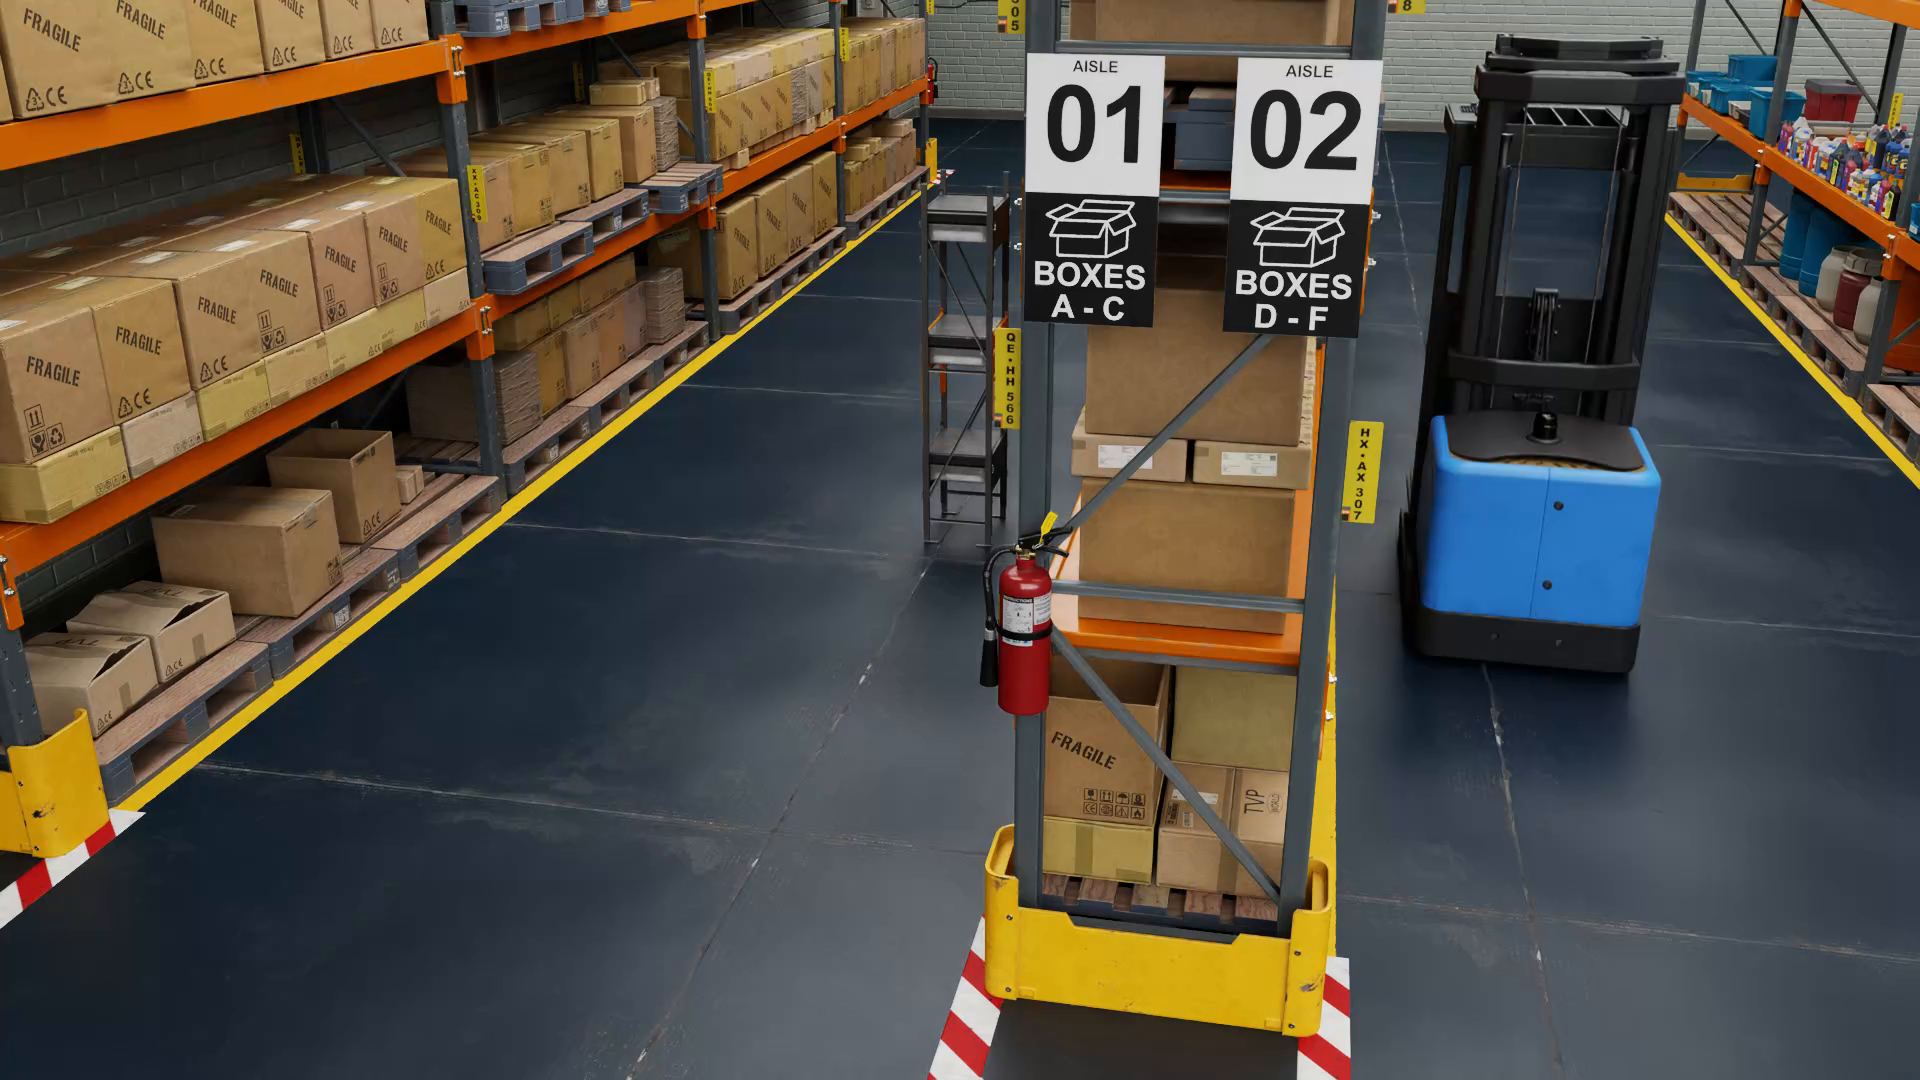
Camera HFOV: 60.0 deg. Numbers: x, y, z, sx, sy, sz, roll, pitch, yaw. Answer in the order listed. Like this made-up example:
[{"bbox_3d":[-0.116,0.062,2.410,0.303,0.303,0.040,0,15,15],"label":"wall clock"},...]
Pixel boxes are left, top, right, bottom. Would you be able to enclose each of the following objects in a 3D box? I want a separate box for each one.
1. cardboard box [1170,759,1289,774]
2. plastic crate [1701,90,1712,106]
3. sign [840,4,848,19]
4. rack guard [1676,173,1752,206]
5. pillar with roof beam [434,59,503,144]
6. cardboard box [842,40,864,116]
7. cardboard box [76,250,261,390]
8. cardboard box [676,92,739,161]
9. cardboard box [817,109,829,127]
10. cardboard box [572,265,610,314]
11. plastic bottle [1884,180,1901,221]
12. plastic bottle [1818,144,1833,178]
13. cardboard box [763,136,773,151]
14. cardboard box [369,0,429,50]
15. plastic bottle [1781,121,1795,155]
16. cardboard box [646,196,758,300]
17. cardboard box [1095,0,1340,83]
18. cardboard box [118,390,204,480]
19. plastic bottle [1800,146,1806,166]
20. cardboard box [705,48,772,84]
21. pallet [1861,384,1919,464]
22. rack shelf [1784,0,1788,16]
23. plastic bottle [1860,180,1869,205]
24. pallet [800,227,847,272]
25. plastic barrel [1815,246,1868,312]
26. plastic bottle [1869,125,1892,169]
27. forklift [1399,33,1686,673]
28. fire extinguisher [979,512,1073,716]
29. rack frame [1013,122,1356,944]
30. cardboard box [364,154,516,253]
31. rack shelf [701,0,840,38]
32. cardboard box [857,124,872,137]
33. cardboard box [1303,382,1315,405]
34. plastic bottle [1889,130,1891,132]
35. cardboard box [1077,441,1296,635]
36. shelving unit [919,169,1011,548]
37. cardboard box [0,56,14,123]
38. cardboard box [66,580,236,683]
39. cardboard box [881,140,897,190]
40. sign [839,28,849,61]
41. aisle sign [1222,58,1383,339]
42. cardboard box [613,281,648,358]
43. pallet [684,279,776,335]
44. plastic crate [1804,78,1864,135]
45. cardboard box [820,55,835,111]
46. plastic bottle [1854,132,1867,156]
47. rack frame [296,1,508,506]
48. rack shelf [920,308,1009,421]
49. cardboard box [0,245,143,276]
[{"bbox_3d":[1.113,0.906,6.708,0.500,0.250,0.500,4,22,11],"label":"cardboard box"},{"bbox_3d":[8.143,-4.766,17.946,0.250,0.136,0.298,4,22,11],"label":"plastic crate"},{"bbox_3d":[-1.440,-6.523,20.770,0.100,0.325,0.005,4,22,11],"label":"sign"},{"bbox_3d":[8.793,-4.135,19.452,1.175,0.500,0.348,4,22,11],"label":"rack guard"},{"bbox_3d":[0.572,-5.160,10.619,9.100,9.000,0.400,4,22,11],"label":"pillar with roof beam"},{"bbox_3d":[-1.587,-4.914,17.638,0.980,0.700,0.700,5,22,12],"label":"cardboard box"},{"bbox_3d":[-3.549,-0.996,7.483,0.500,0.500,0.500,4,22,9],"label":"cardboard box"},{"bbox_3d":[-2.180,-3.466,13.886,0.500,0.500,0.500,5,22,13],"label":"cardboard box"},{"bbox_3d":[-1.534,-4.231,16.653,0.380,0.149,0.250,5,22,12],"label":"cardboard box"},{"bbox_3d":[-2.904,-1.848,12.179,0.500,0.250,0.500,4,22,11],"label":"cardboard box"},{"bbox_3d":[6.833,-2.486,12.166,0.061,0.283,0.133,4,22,11],"label":"plastic bottle"},{"bbox_3d":[7.231,-3.159,13.853,0.097,0.271,0.097,0,22,0],"label":"plastic bottle"},{"bbox_3d":[-1.934,-3.672,15.265,0.380,0.149,0.250,5,22,11],"label":"cardboard box"},{"bbox_3d":[-3.208,-2.894,8.849,0.500,0.500,0.500,5,22,12],"label":"cardboard box"},{"bbox_3d":[7.465,-3.618,14.977,0.061,0.283,0.133,4,22,11],"label":"plastic bottle"},{"bbox_3d":[-2.252,-2.571,14.538,0.750,0.750,0.750,4,22,10],"label":"cardboard box"},{"bbox_3d":[0.809,-1.721,5.210,0.797,0.503,0.637,6,23,15],"label":"cardboard box"},{"bbox_3d":[-3.660,-0.474,7.189,0.500,0.250,0.500,4,22,9],"label":"cardboard box"},{"bbox_3d":[7.352,-3.344,14.409,0.097,0.201,0.097,0,22,0],"label":"plastic bottle"},{"bbox_3d":[-1.978,-4.182,14.660,0.500,0.250,0.500,5,22,11],"label":"cardboard box"},{"bbox_3d":[6.972,-0.785,11.521,1.003,0.211,1.213,4,22,11],"label":"pallet"},{"bbox_3d":[8.393,-5.611,16.719,1.077,0.370,4.000,4,22,11],"label":"rack shelf"},{"bbox_3d":[6.982,-2.680,12.758,0.097,0.201,0.097,0,22,0],"label":"plastic bottle"},{"bbox_3d":[-1.798,-2.996,17.010,1.003,0.211,1.213,4,22,11],"label":"pallet"},{"bbox_3d":[7.510,-2.207,14.086,0.421,0.512,0.421,0,22,0],"label":"plastic barrel"},{"bbox_3d":[7.939,-3.382,14.301,0.144,0.351,0.185,4,22,11],"label":"plastic bottle"},{"bbox_3d":[3.096,-1.235,8.997,1.130,2.935,3.031,5,22,12],"label":"forklift"},{"bbox_3d":[0.209,0.231,5.368,0.296,0.674,0.183,4,22,11],"label":"fire extinguisher"},{"bbox_3d":[0.688,0.187,5.373,1.000,3.000,0.127,4,22,11],"label":"rack frame"},{"bbox_3d":[-3.209,-2.086,10.294,0.700,0.500,0.500,5,22,11],"label":"cardboard box"},{"bbox_3d":[-2.122,-4.904,14.962,1.077,0.370,4.000,4,22,11],"label":"rack shelf"},{"bbox_3d":[-1.267,-4.897,19.913,0.380,0.149,0.250,5,22,11],"label":"cardboard box"},{"bbox_3d":[1.082,-0.475,6.015,0.380,0.149,0.250,5,22,11],"label":"cardboard box"},{"bbox_3d":[8.146,-3.462,14.601,0.152,0.276,0.135,4,22,11],"label":"plastic bottle"},{"bbox_3d":[0.796,-0.029,5.776,0.700,0.500,0.500,4,22,11],"label":"cardboard box"},{"bbox_3d":[0.034,-1.035,9.612,0.431,2.100,0.503,4,22,11],"label":"shelving unit"},{"bbox_3d":[-3.849,-1.739,5.981,0.500,0.500,0.500,5,22,12],"label":"cardboard box"},{"bbox_3d":[-3.817,0.400,7.856,0.500,0.311,0.500,6,23,15],"label":"cardboard box"},{"bbox_3d":[-1.147,-4.445,19.659,0.700,0.500,0.500,4,22,9],"label":"cardboard box"},{"bbox_3d":[-1.181,-5.040,16.909,0.100,0.325,0.005,4,22,11],"label":"sign"},{"bbox_3d":[0.974,-0.971,4.770,0.394,0.787,0.004,4,22,11],"label":"aisle sign"},{"bbox_3d":[-2.845,-1.712,12.847,0.700,0.500,0.500,4,22,11],"label":"cardboard box"},{"bbox_3d":[-2.295,-2.104,14.794,1.003,0.211,1.213,4,22,11],"label":"pallet"},{"bbox_3d":[8.412,-4.187,16.069,0.402,0.464,0.583,4,22,11],"label":"plastic crate"},{"bbox_3d":[-1.561,-4.583,16.659,0.500,0.500,0.500,4,22,10],"label":"cardboard box"},{"bbox_3d":[8.095,-3.564,14.954,0.097,0.201,0.097,0,22,0],"label":"plastic bottle"},{"bbox_3d":[-3.346,-1.652,9.939,1.000,3.000,0.127,4,22,11],"label":"rack frame"},{"bbox_3d":[0.034,-1.022,9.617,0.431,0.518,0.480,4,22,11],"label":"rack shelf"},{"bbox_3d":[-4.061,-1.038,7.585,0.500,0.500,0.500,4,22,9],"label":"cardboard box"}]
